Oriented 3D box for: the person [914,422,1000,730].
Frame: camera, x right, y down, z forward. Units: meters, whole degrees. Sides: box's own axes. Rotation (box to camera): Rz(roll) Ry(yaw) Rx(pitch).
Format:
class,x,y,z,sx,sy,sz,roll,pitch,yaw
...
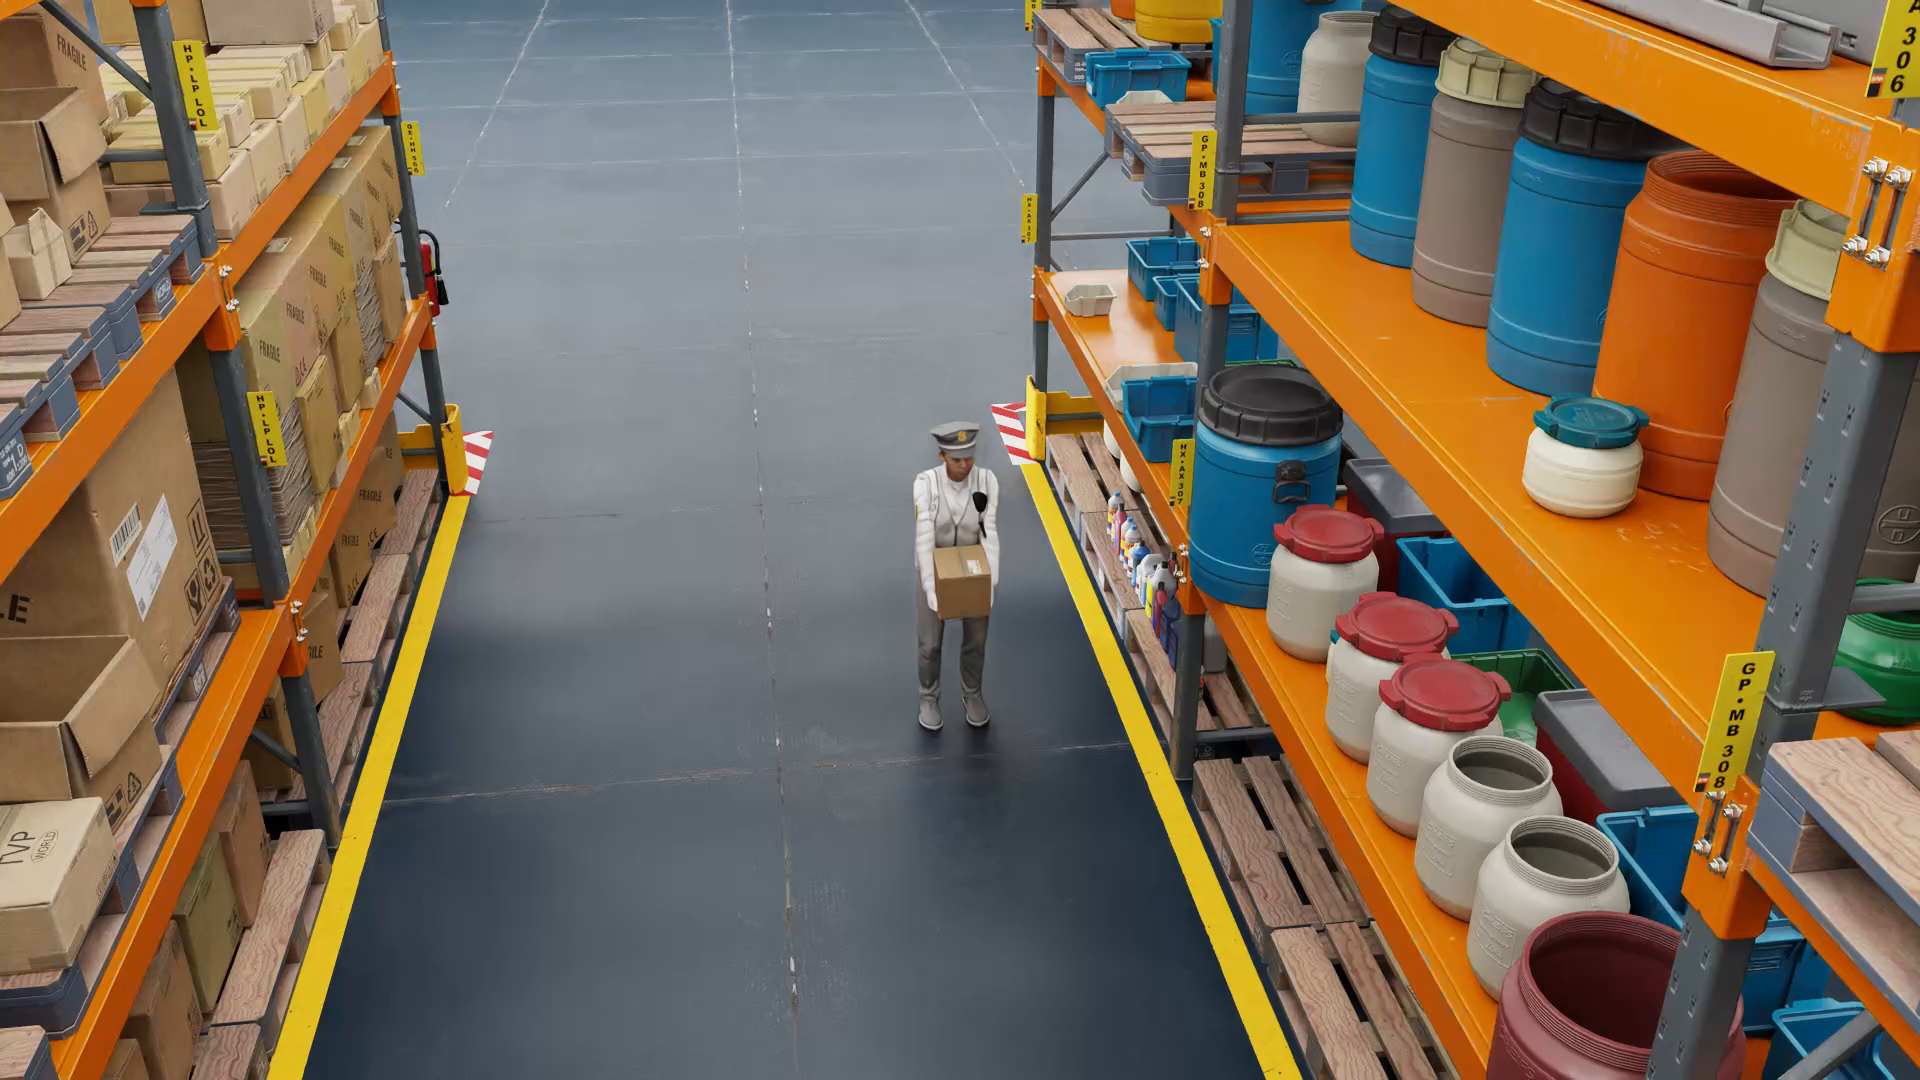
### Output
class,x,y,z,sx,sy,sz,roll,pitch,yaw
person,-0.012,0.199,8.230,0.416,1.674,0.535,-4,28,-8
